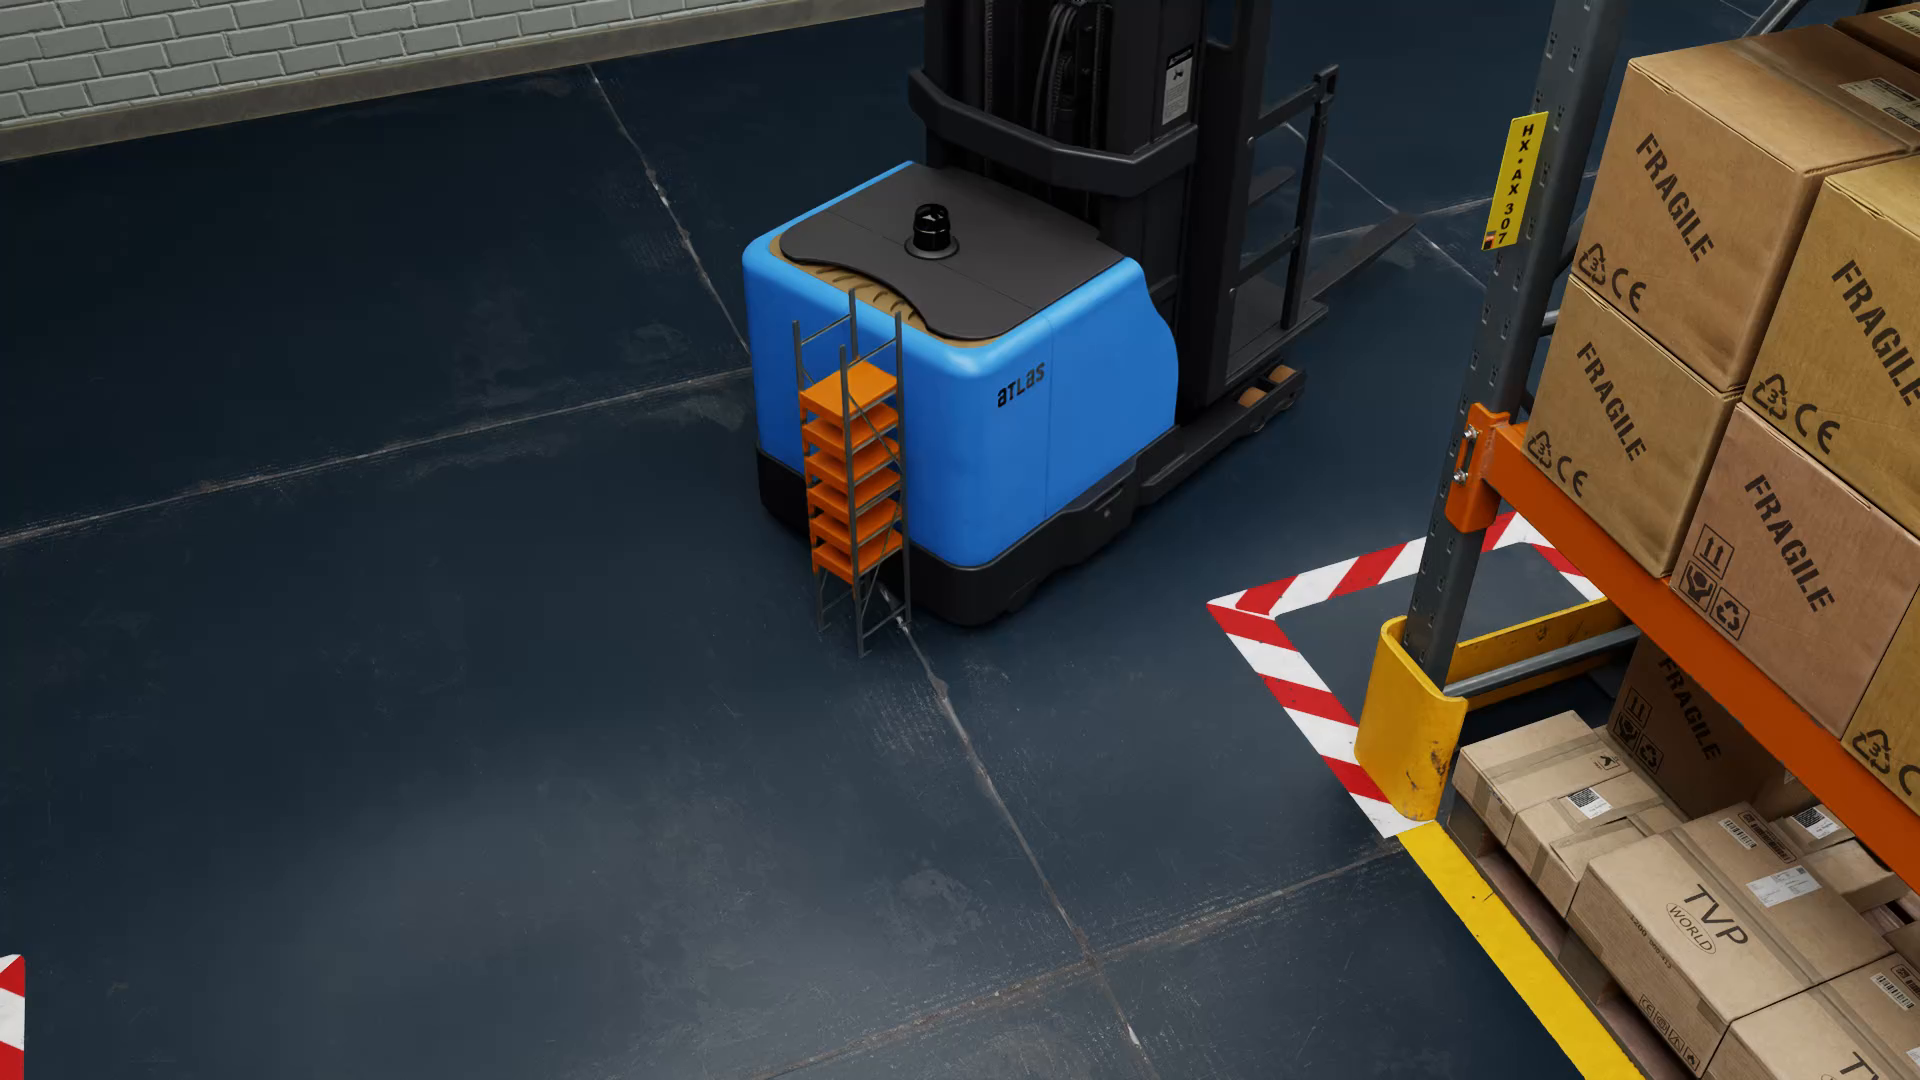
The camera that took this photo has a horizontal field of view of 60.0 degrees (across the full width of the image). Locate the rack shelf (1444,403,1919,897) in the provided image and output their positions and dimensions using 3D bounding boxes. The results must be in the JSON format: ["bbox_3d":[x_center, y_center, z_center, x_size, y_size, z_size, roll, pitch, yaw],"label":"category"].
[{"bbox_3d":[2.507,0.873,2.987,1.077,0.370,4.000,-15,43,-17],"label":"rack shelf"}]

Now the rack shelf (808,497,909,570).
[{"bbox_3d":[-0.311,-0.045,5.133,0.180,0.103,0.258,31,50,31],"label":"rack shelf"}]

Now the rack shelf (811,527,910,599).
[{"bbox_3d":[-0.311,0.045,5.212,0.180,0.103,0.258,31,50,31],"label":"rack shelf"}]

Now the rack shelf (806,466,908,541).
[{"bbox_3d":[-0.312,-0.136,5.055,0.180,0.103,0.258,31,50,31],"label":"rack shelf"}]

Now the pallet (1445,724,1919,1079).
[{"bbox_3d":[2.077,0.978,4.451,1.003,0.211,1.213,-15,43,-17],"label":"pallet"}]

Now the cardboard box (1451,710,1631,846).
[{"bbox_3d":[1.584,0.647,4.546,0.380,0.149,0.250,-15,43,-17],"label":"cardboard box"}]

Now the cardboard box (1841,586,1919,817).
[{"bbox_3d":[2.059,0.303,3.021,0.500,0.500,0.500,-15,43,-17],"label":"cardboard box"}]

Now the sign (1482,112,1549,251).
[{"bbox_3d":[1.240,-0.798,3.713,0.100,0.325,0.005,-15,43,-17],"label":"sign"}]

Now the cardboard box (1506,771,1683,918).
[{"bbox_3d":[1.680,0.791,4.365,0.380,0.166,0.250,-15,43,-17],"label":"cardboard box"}]

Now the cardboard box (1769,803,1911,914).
[{"bbox_3d":[2.249,0.835,4.314,0.380,0.166,0.250,-15,43,-17],"label":"cardboard box"}]

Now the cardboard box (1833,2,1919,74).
[{"bbox_3d":[2.166,-0.823,3.562,0.500,0.500,0.500,-15,43,-17],"label":"cardboard box"}]

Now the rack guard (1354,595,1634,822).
[{"bbox_3d":[1.771,0.388,4.915,1.175,0.500,0.348,-15,43,-17],"label":"rack guard"}]

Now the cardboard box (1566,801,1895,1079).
[{"bbox_3d":[1.879,0.970,4.093,0.500,0.250,0.500,-15,43,-17],"label":"cardboard box"}]

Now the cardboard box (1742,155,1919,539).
[{"bbox_3d":[1.875,-0.376,3.043,0.500,0.500,0.500,-15,43,-16],"label":"cardboard box"}]

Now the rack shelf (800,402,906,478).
[{"bbox_3d":[-0.313,-0.317,4.897,0.180,0.103,0.258,31,50,31],"label":"rack shelf"}]

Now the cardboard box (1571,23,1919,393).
[{"bbox_3d":[1.668,-0.689,3.407,0.500,0.500,0.500,-14,43,-16],"label":"cardboard box"}]

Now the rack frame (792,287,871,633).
[{"bbox_3d":[-0.380,-0.210,5.072,0.006,1.200,0.240,31,50,31],"label":"rack frame"}]

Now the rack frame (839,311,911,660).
[{"bbox_3d":[-0.244,-0.129,4.979,0.006,1.200,0.240,31,50,31],"label":"rack frame"}]

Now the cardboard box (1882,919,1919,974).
[{"bbox_3d":[2.513,1.117,3.922,0.500,0.250,0.500,-15,43,-17],"label":"cardboard box"}]

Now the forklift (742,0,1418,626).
[{"bbox_3d":[0.663,-1.714,5.495,1.130,2.935,3.031,31,49,31],"label":"forklift"}]

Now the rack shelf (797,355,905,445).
[{"bbox_3d":[-0.314,-0.408,4.819,0.180,0.103,0.258,31,50,31],"label":"rack shelf"}]

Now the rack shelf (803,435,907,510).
[{"bbox_3d":[-0.313,-0.227,4.976,0.180,0.103,0.258,31,50,31],"label":"rack shelf"}]

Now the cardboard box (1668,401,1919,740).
[{"bbox_3d":[1.870,0.000,3.373,0.500,0.500,0.500,-16,43,-17],"label":"cardboard box"}]

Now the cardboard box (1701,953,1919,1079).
[{"bbox_3d":[2.070,1.271,3.742,0.500,0.250,0.500,-15,43,-17],"label":"cardboard box"}]

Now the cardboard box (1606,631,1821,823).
[{"bbox_3d":[2.177,0.442,4.515,0.500,0.500,0.500,-15,43,-17],"label":"cardboard box"}]

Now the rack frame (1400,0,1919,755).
[{"bbox_3d":[1.742,-0.605,4.153,1.000,3.000,0.127,-15,43,-17],"label":"rack frame"}]

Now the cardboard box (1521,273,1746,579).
[{"bbox_3d":[1.668,-0.310,3.733,0.500,0.500,0.500,-14,43,-16],"label":"cardboard box"}]

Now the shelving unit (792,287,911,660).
[{"bbox_3d":[-0.312,-0.169,5.025,0.189,1.200,0.258,31,50,31],"label":"shelving unit"}]
